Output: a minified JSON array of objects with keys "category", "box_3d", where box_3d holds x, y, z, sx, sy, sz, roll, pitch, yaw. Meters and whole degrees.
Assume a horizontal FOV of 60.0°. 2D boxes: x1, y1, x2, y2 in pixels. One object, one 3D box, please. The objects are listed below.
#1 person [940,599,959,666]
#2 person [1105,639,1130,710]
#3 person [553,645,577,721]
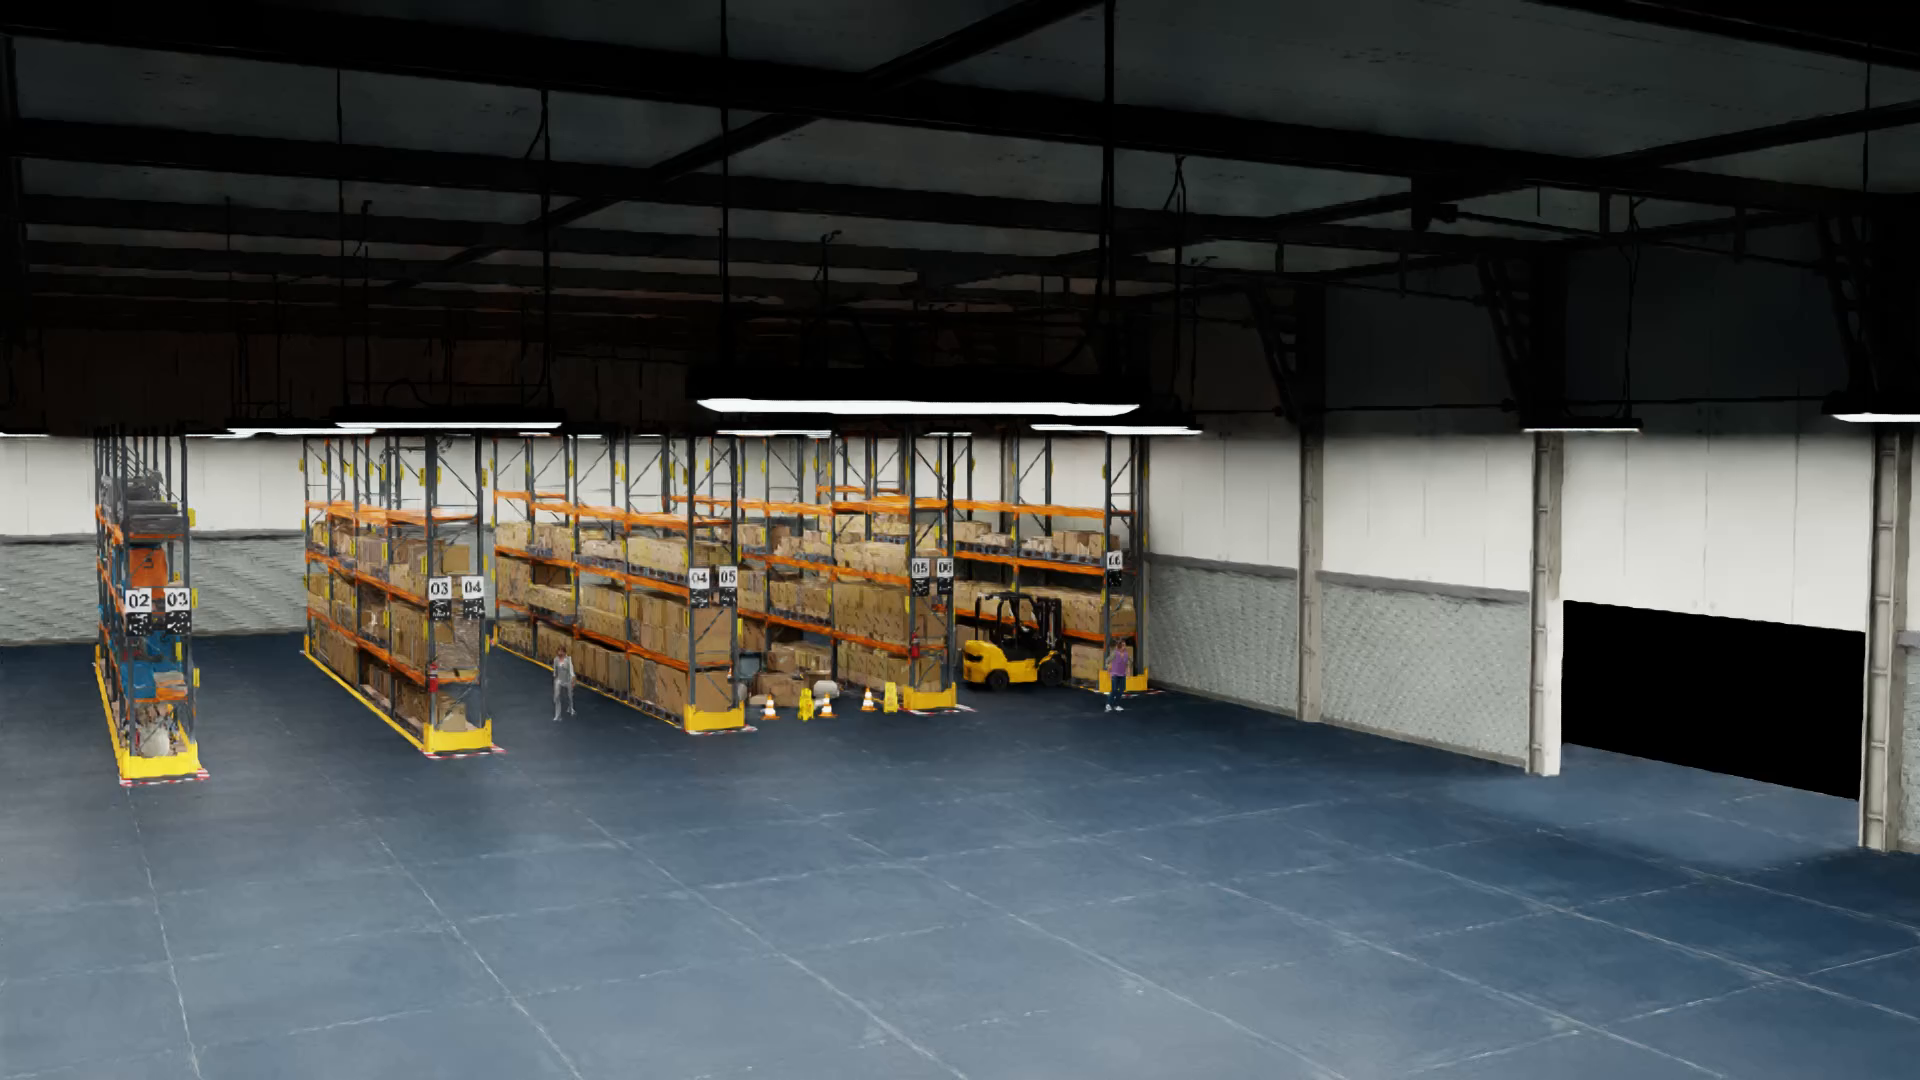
[{"category":"person","box_3d":[-0.294,2.330,42.080,0.551,1.663,0.581,0,3,-4]},{"category":"person","box_3d":[3.309,2.843,35.039,0.566,1.528,0.519,-2,4,-31]},{"category":"person","box_3d":[-8.095,2.888,34.004,0.461,1.531,0.867,0,3,-7]}]
